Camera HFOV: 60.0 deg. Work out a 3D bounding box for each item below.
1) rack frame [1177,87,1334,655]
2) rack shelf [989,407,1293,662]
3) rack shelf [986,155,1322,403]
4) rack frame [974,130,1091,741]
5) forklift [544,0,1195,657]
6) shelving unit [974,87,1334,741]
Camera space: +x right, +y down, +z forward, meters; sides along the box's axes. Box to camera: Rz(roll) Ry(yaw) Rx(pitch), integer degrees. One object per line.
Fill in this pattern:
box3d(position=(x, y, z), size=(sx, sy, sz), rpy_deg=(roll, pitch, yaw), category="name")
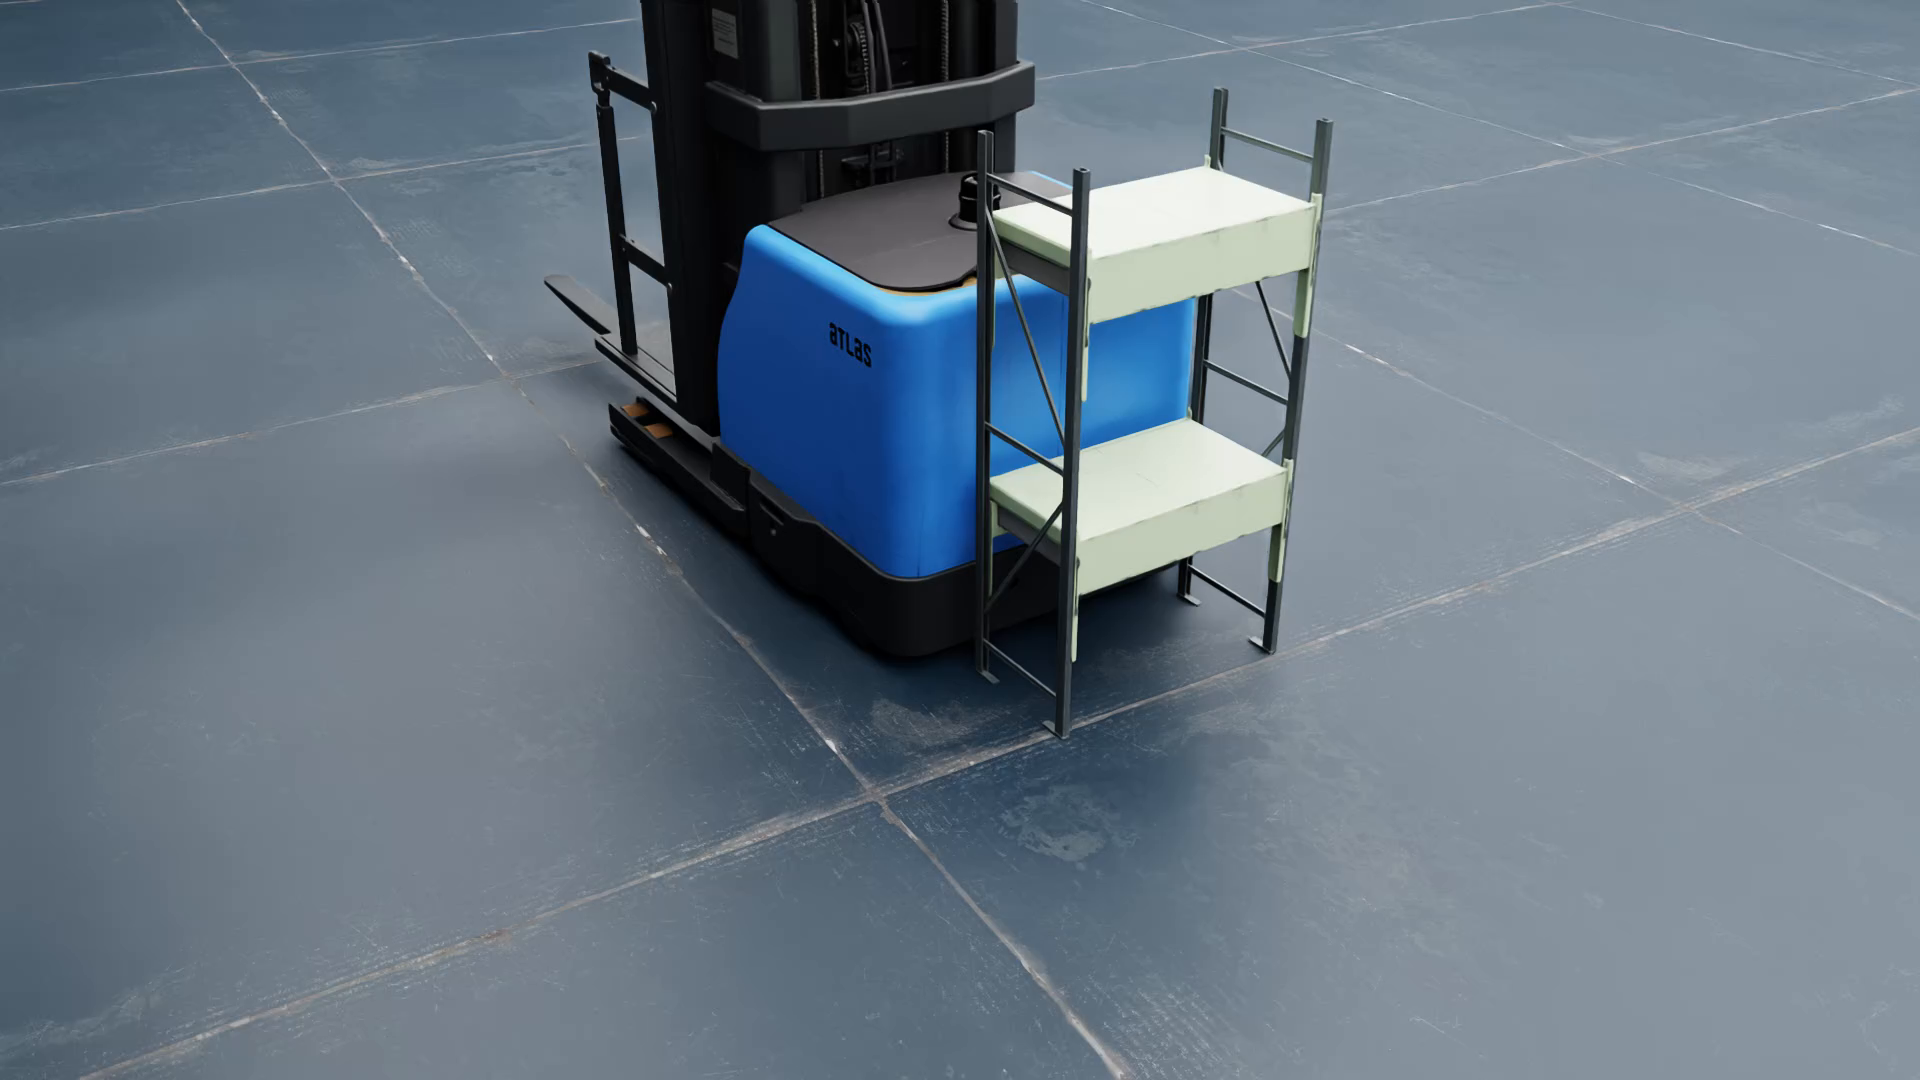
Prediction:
box3d(position=(0.767, -0.417, 4.453), size=(0.023, 1.500, 0.400), rpy_deg=(-18, 34, -29), category="rack frame")
box3d(position=(0.465, -0.032, 4.431), size=(0.720, 0.370, 0.431), rpy_deg=(-18, 34, -29), category="rack shelf")
box3d(position=(0.465, -0.659, 4.085), size=(0.720, 0.370, 0.431), rpy_deg=(-18, 34, -29), category="rack shelf")
box3d(position=(0.162, -0.218, 4.093), size=(0.023, 1.500, 0.400), rpy_deg=(-18, 34, -29), category="rack frame")
box3d(position=(-0.565, -1.632, 5.173), size=(1.130, 2.935, 3.031), rpy_deg=(-18, 34, -29), category="forklift")
box3d(position=(0.465, -0.318, 4.273), size=(0.755, 1.500, 0.431), rpy_deg=(-18, 34, -29), category="shelving unit")
